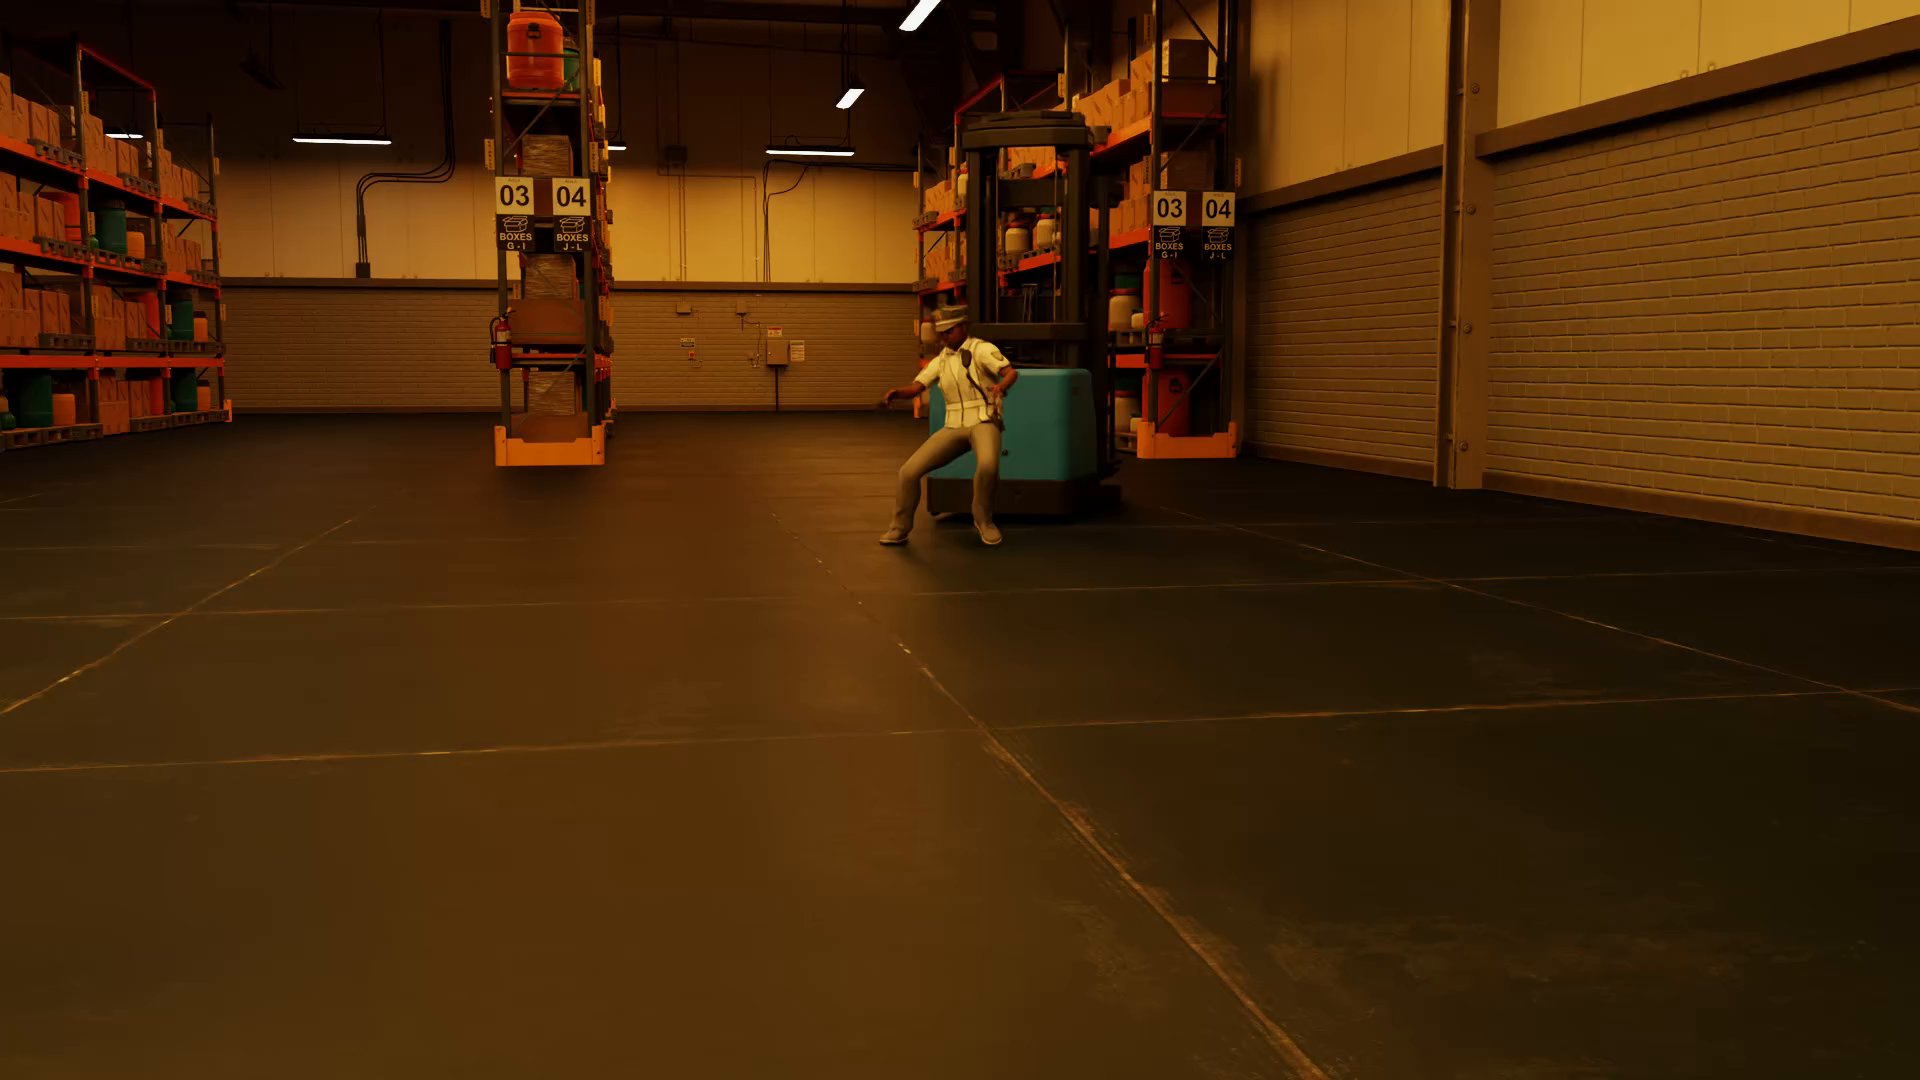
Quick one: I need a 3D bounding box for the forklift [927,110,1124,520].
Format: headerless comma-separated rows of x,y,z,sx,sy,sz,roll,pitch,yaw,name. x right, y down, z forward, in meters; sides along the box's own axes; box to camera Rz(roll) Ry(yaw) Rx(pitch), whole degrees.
0.650,-1.720,12.851,1.130,2.935,3.031,2,6,15,forklift

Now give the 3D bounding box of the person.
-0.054,-0.690,10.065,0.894,1.463,0.731,4,7,33,person
